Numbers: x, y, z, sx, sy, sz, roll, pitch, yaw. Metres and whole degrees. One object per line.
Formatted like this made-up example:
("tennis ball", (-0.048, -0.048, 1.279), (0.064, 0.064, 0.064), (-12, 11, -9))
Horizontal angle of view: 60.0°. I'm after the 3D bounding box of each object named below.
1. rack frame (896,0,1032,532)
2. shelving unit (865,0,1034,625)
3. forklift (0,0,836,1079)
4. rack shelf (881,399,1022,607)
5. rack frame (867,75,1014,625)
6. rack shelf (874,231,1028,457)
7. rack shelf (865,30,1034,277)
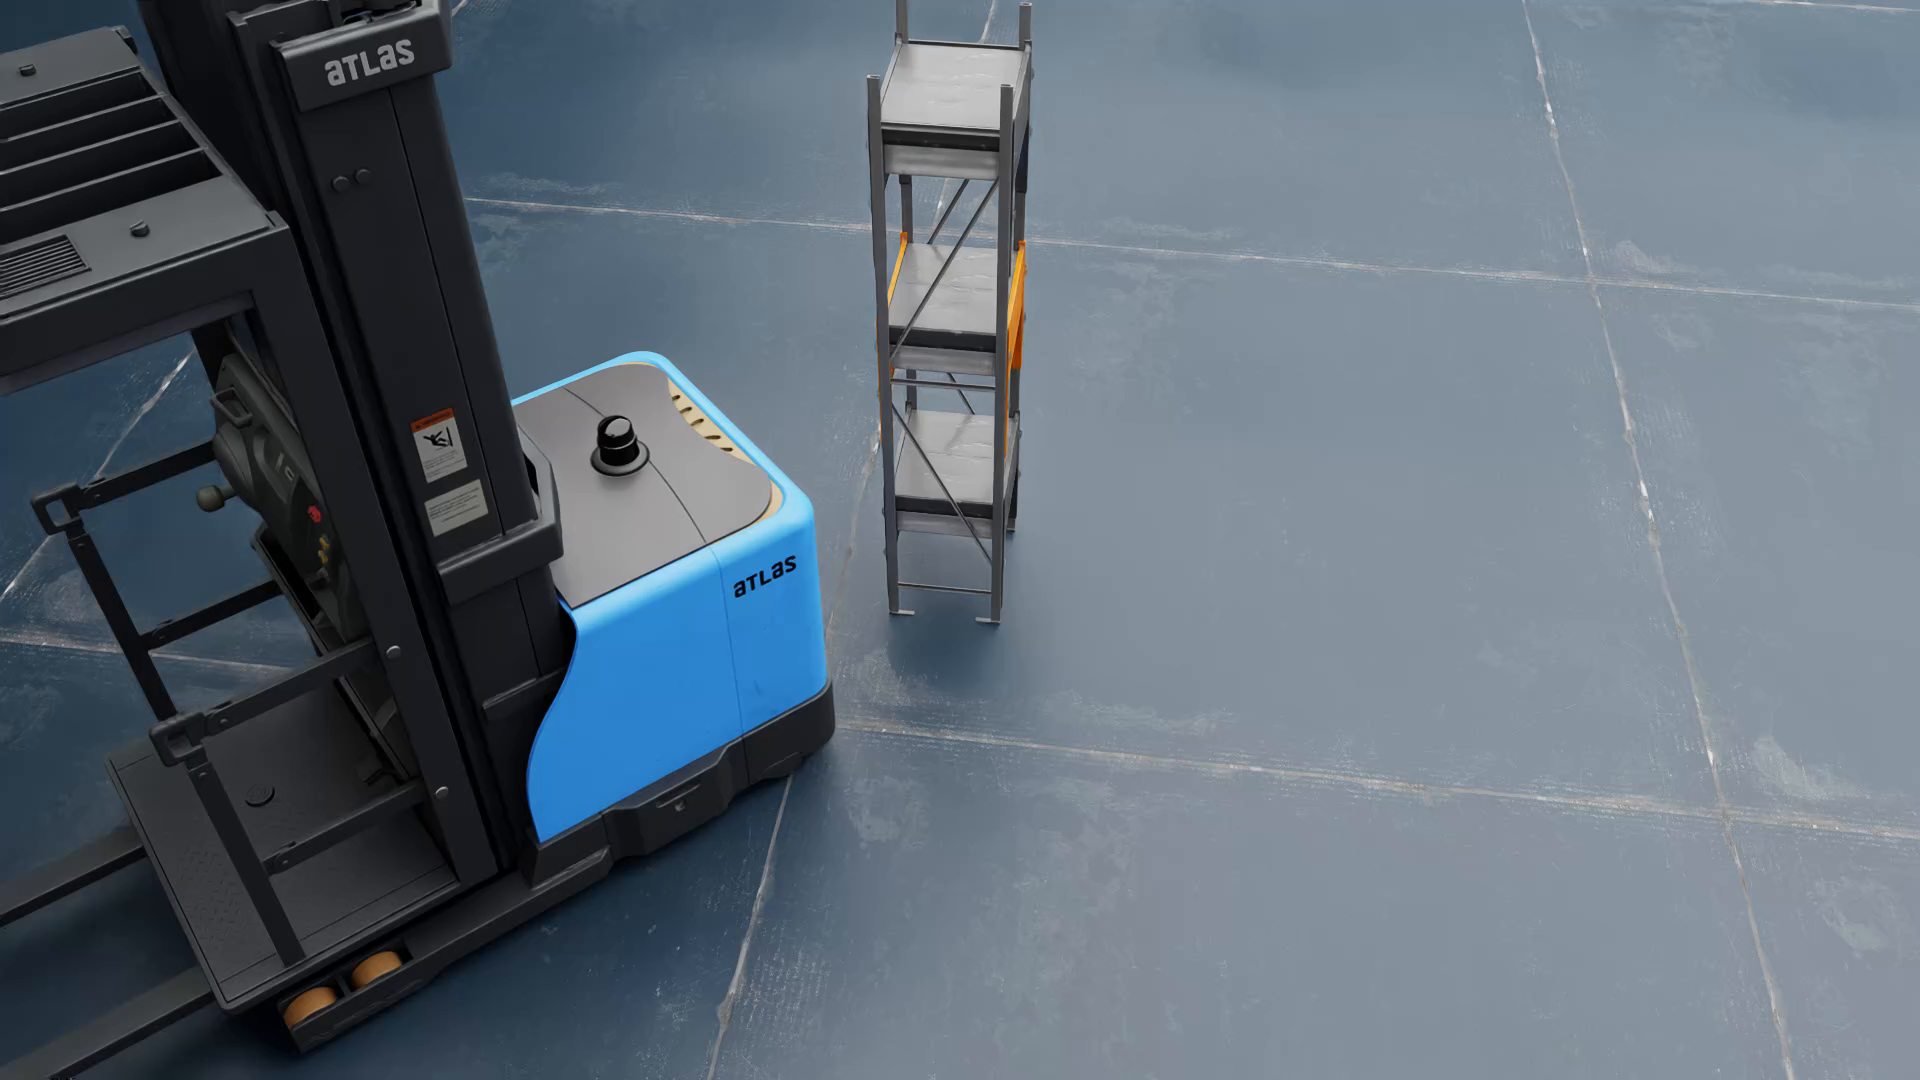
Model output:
("rack frame", (0.010, -0.816, 5.585), (0.400, 2.100, 0.015), (5, 44, 6))
("shelving unit", (-0.022, -0.650, 5.409), (0.431, 2.100, 0.503), (5, 44, 6))
("forklift", (-1.896, -0.046, 4.167), (3.031, 2.935, 1.130), (-27, 50, -26))
("rack shelf", (-0.022, -0.131, 5.900), (0.431, 0.518, 0.480), (5, 44, 6))
("rack frame", (-0.054, -0.483, 5.233), (0.400, 2.100, 0.015), (5, 44, 6))
("rack shelf", (-0.022, -0.640, 5.418), (0.431, 0.518, 0.480), (5, 44, 6))
("rack shelf", (-0.022, -1.148, 4.937), (0.431, 0.518, 0.480), (5, 44, 6))
